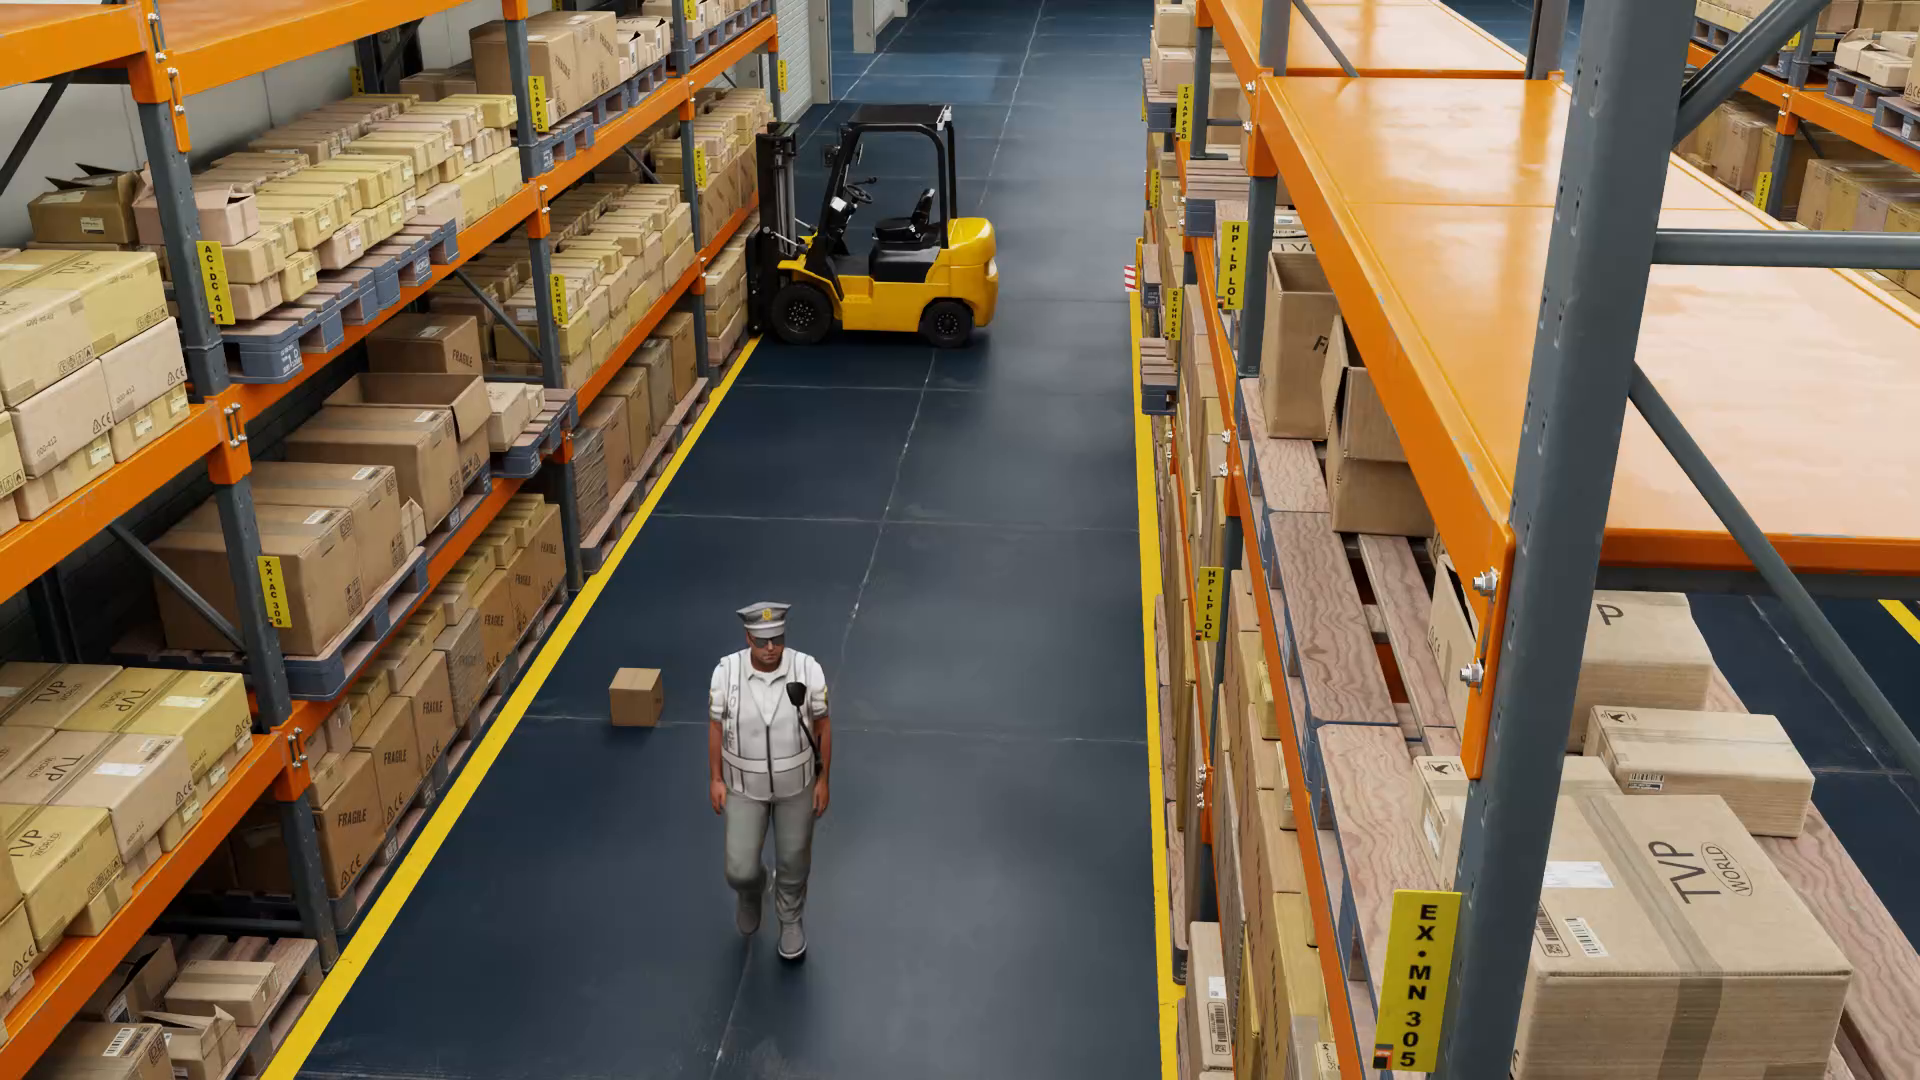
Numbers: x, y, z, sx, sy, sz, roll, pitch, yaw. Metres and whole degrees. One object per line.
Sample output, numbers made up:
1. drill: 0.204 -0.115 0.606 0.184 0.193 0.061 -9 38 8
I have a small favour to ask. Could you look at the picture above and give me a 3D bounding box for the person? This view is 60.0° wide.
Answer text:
1. person: -0.843 1.117 7.478 0.568 1.803 0.459 -4 25 -8
